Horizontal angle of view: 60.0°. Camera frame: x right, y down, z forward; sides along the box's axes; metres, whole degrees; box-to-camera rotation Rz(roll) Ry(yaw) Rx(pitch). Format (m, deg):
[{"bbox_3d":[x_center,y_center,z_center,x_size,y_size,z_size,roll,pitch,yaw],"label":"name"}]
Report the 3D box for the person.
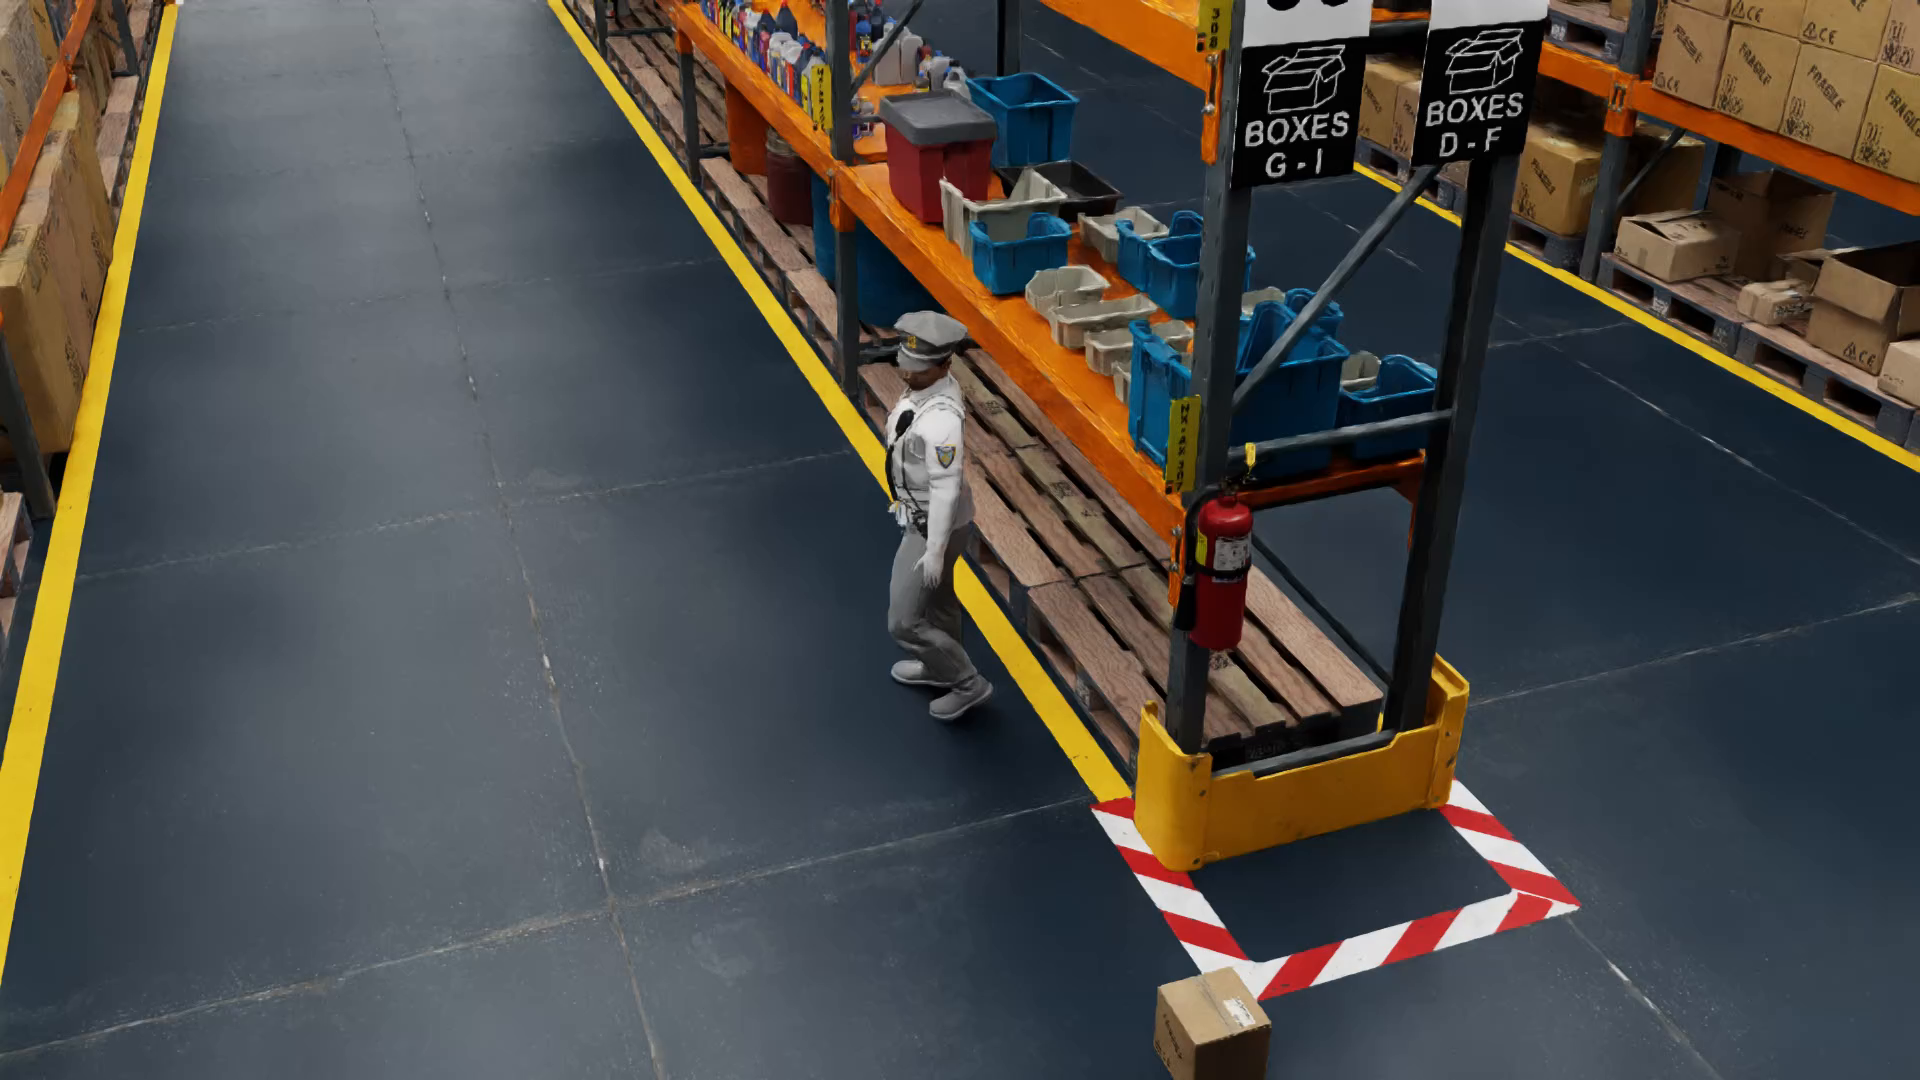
[{"bbox_3d":[-0.076,-0.069,6.212,0.408,1.667,0.553,0,30,0],"label":"person"}]
